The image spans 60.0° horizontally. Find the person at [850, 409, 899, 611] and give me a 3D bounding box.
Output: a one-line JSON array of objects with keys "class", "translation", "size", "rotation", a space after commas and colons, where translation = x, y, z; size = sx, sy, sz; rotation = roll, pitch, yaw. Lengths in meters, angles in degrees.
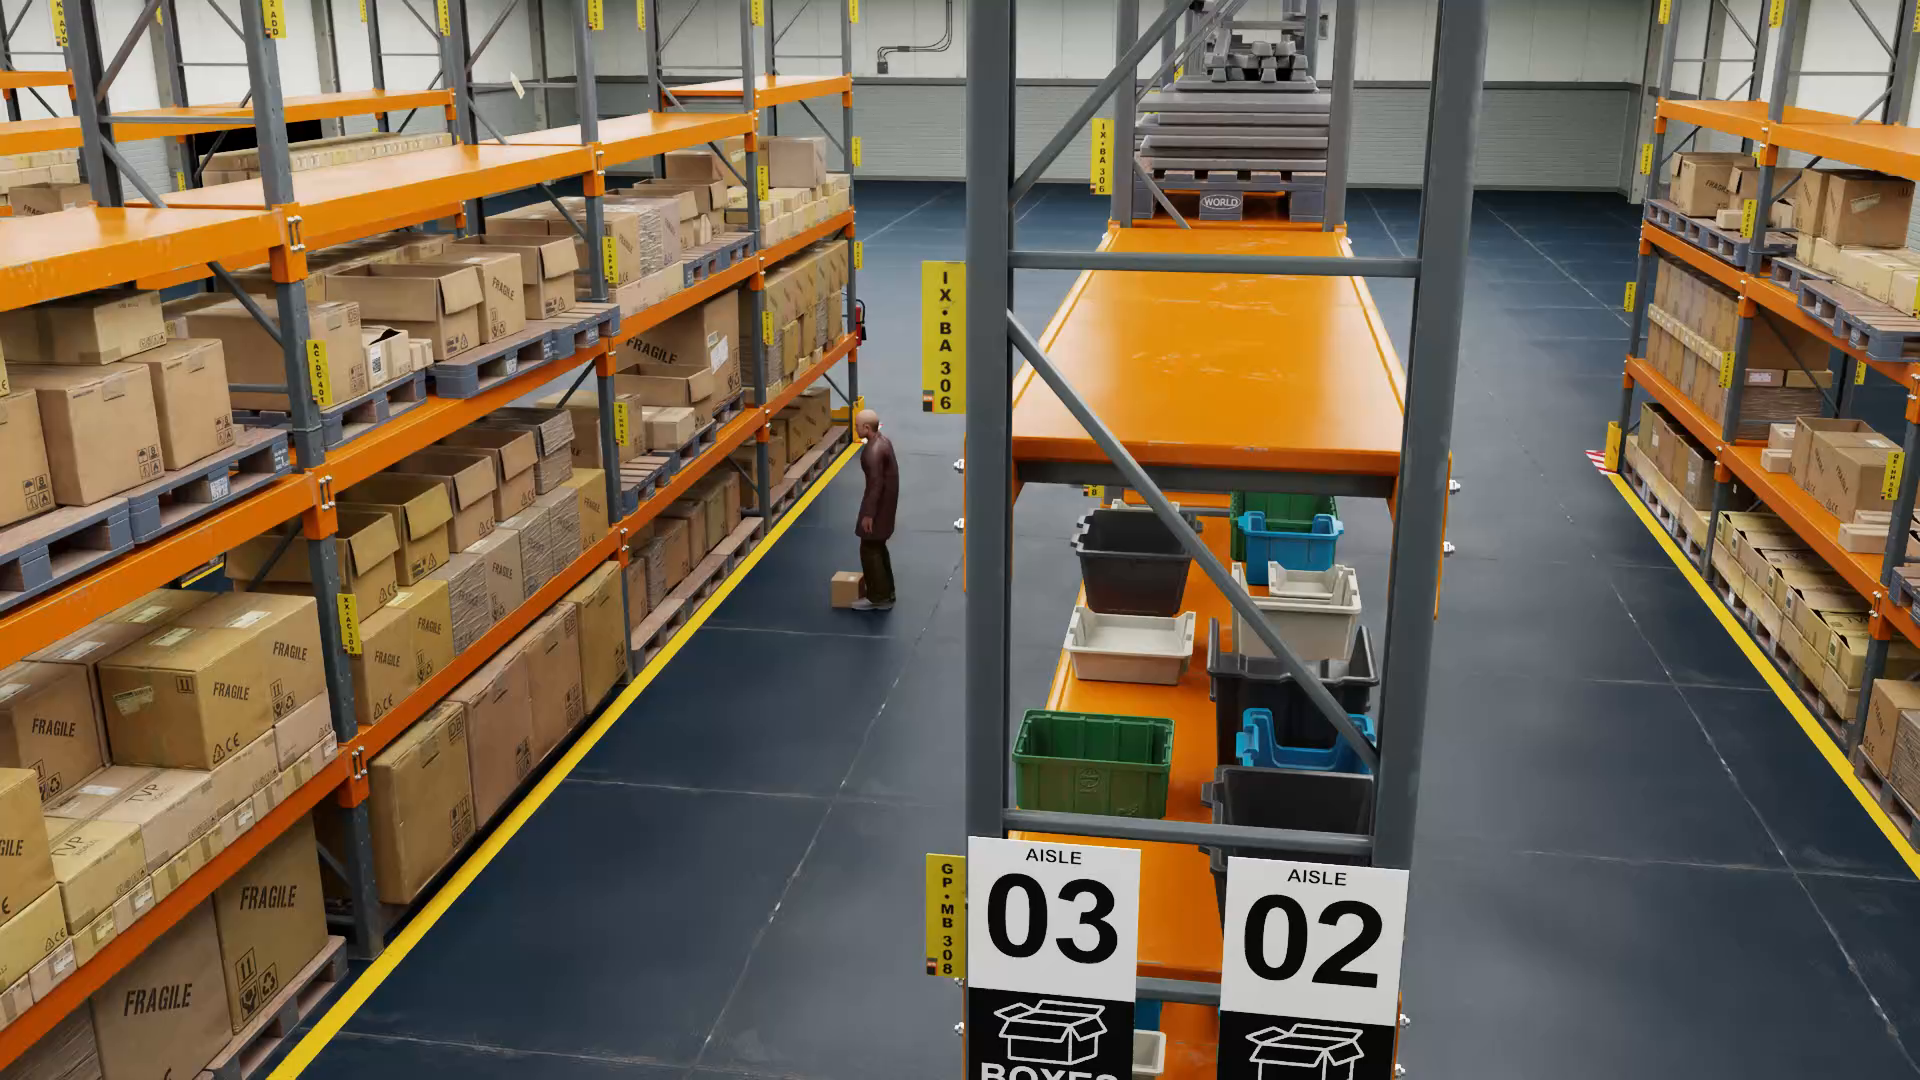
[{"class": "person", "translation": [-0.742, -0.273, 14.453], "size": [0.429, 1.772, 0.644], "rotation": [2, 18, 6]}]
